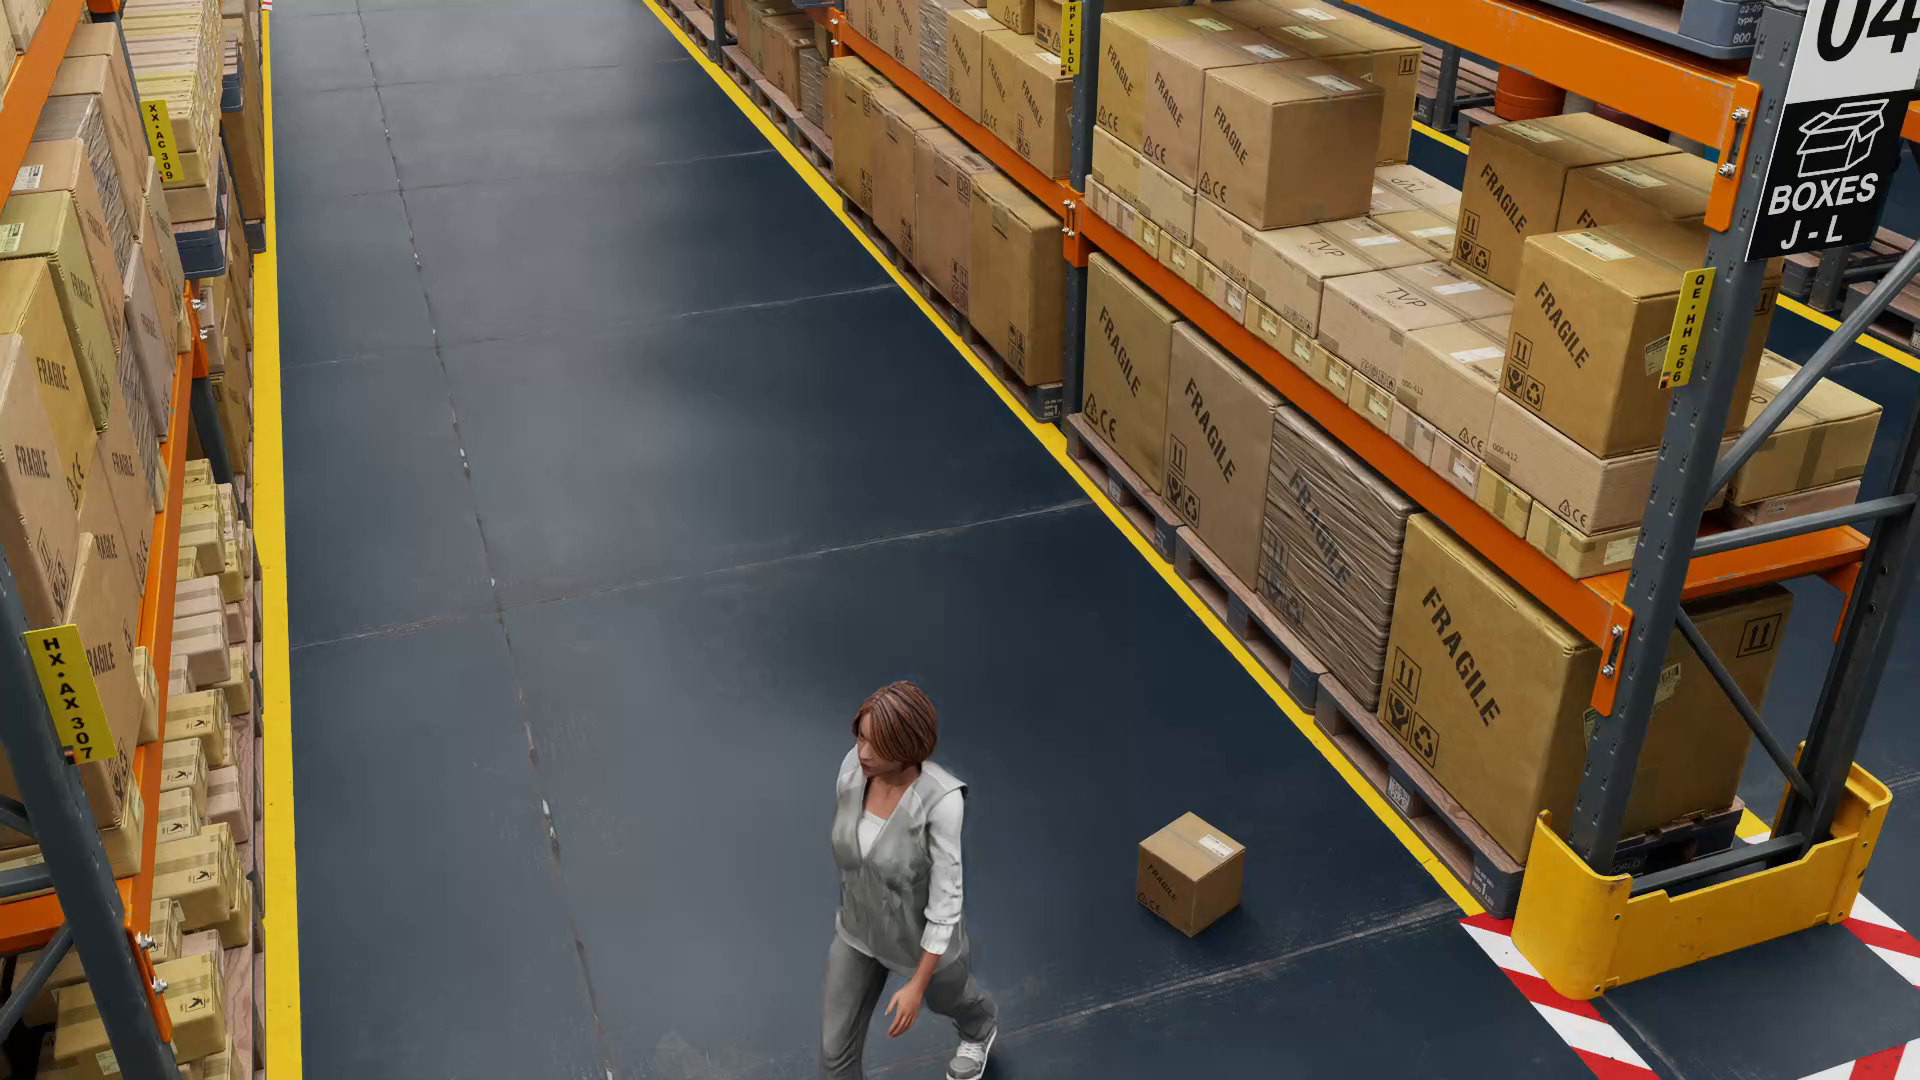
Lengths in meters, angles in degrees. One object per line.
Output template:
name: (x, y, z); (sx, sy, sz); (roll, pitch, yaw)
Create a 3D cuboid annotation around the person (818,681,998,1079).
person: (-0.174, 1.038, 4.334); (0.423, 1.531, 0.976); (16, 34, 25)
